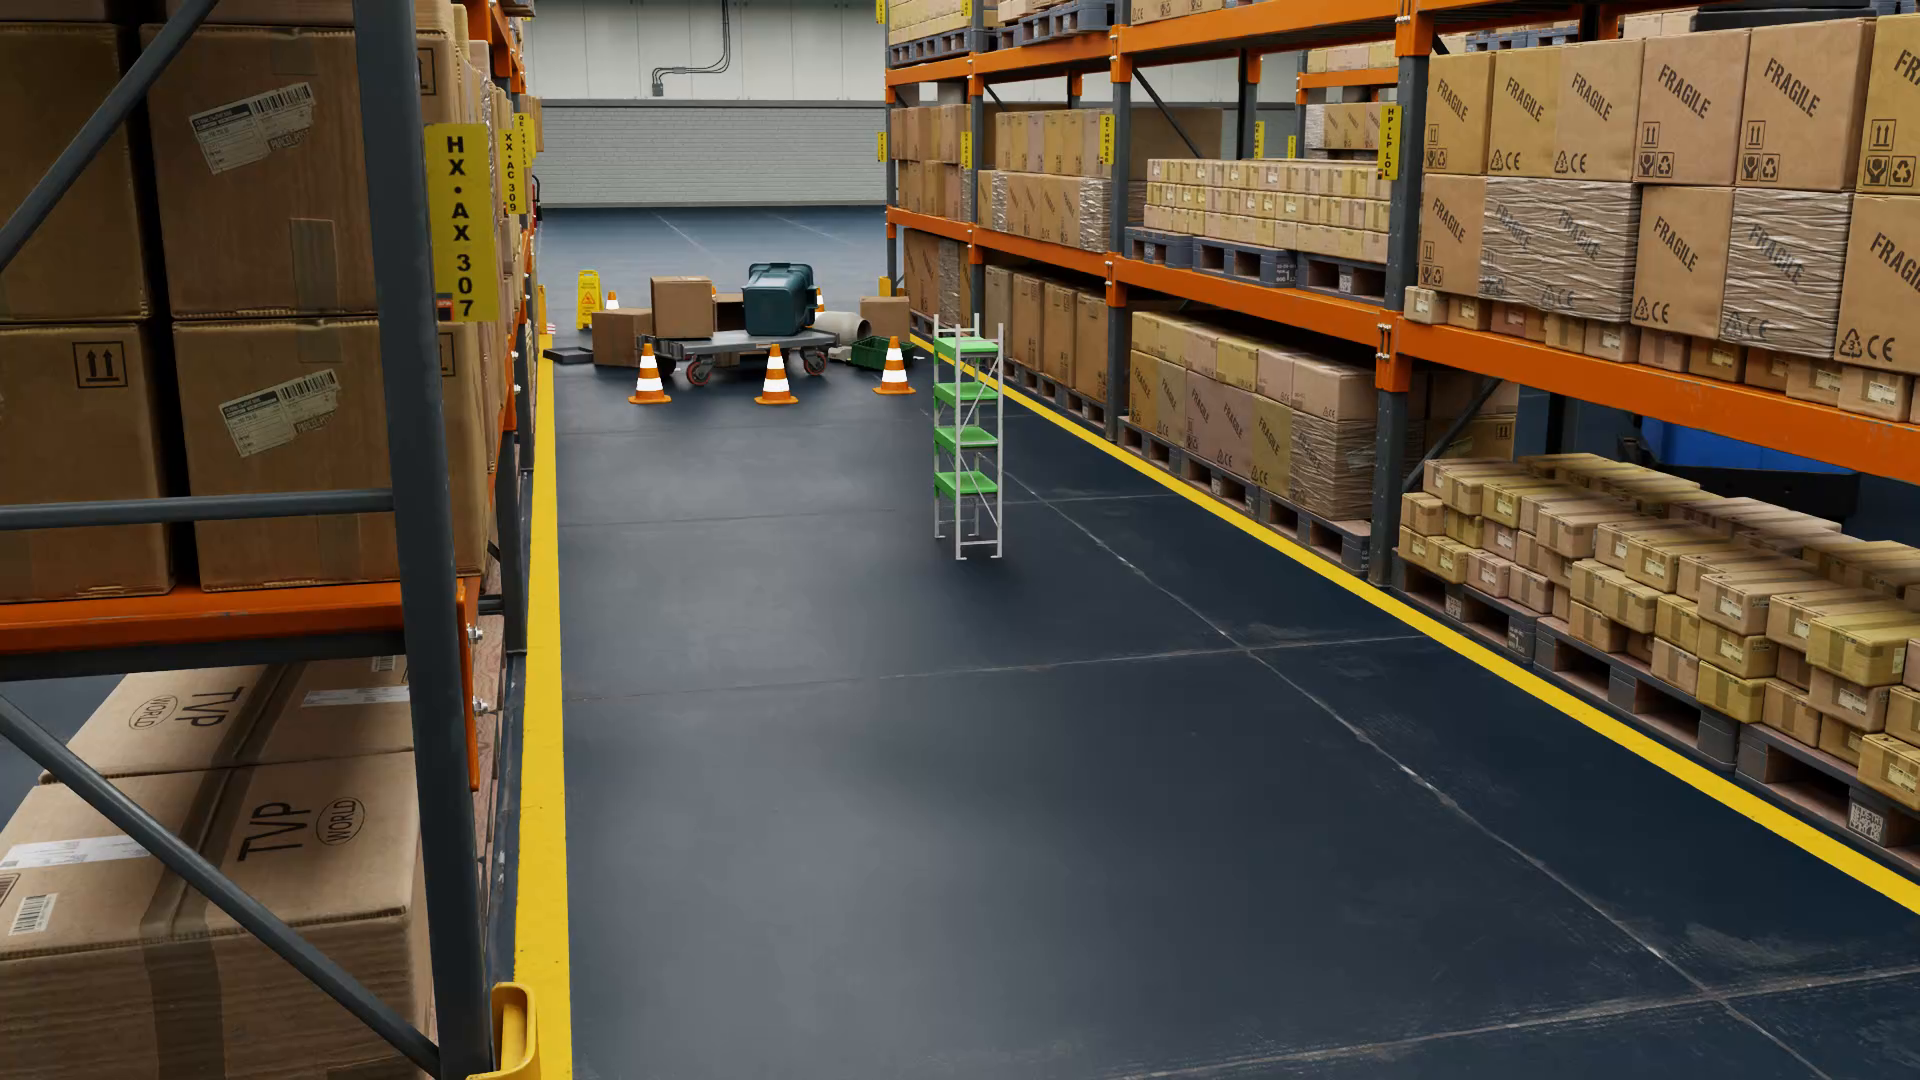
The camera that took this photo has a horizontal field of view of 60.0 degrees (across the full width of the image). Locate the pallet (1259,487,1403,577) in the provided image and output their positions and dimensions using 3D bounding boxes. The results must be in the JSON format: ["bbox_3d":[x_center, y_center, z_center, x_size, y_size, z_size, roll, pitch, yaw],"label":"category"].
[{"bbox_3d":[2.292,-0.087,8.837,1.003,0.211,1.213,-3,14,-13],"label":"pallet"}]

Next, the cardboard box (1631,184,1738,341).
[{"bbox_3d":[2.708,-0.973,5.750,0.500,0.500,0.500,-3,14,-10],"label":"cardboard box"}]

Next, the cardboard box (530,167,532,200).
[{"bbox_3d":[-4.622,-3.698,16.907,0.500,0.500,0.500,-3,14,-13],"label":"cardboard box"}]

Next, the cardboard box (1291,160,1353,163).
[{"bbox_3d":[2.282,-2.288,10.364,0.380,0.149,0.250,-3,14,-12],"label":"cardboard box"}]

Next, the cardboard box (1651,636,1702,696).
[{"bbox_3d":[2.716,0.437,5.941,0.380,0.149,0.250,-3,14,-12],"label":"cardboard box"}]

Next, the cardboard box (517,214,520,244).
[{"bbox_3d":[-2.627,-1.723,8.921,0.500,0.250,0.500,-4,14,-15],"label":"cardboard box"}]

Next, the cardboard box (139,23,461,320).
[{"bbox_3d":[-1.208,-0.701,3.158,0.500,0.500,0.500,-4,14,-14],"label":"cardboard box"}]

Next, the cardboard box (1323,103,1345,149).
[{"bbox_3d":[4.477,-4.704,18.918,0.500,0.500,0.500,-3,14,-13],"label":"cardboard box"}]

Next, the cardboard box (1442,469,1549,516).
[{"bbox_3d":[2.362,-0.212,7.343,0.380,0.149,0.250,-3,14,-10],"label":"cardboard box"}]

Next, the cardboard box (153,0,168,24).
[{"bbox_3d":[-1.318,-1.043,3.192,0.380,0.149,0.250,-3,14,-12],"label":"cardboard box"}]

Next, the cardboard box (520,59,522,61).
[{"bbox_3d":[-4.371,-4.647,15.839,0.380,0.149,0.250,-3,14,-14],"label":"cardboard box"}]

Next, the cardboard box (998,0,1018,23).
[{"bbox_3d":[0.496,-4.599,14.297,0.258,0.266,0.396,-4,14,-14],"label":"cardboard box"}]

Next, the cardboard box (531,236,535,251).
[{"bbox_3d":[-4.481,-2.969,16.722,0.380,0.149,0.250,-3,14,-12],"label":"cardboard box"}]

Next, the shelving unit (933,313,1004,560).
[{"bbox_3d":[0.039,-0.545,8.628,0.258,1.200,0.503,-3,14,-13],"label":"shelving unit"}]

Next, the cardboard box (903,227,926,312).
[{"bbox_3d":[-0.119,-3.049,18.680,0.875,0.875,0.875,-3,14,-13],"label":"cardboard box"}]

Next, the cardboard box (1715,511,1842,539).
[{"bbox_3d":[3.190,-0.006,6.498,0.380,0.149,0.250,-4,14,-15],"label":"cardboard box"}]

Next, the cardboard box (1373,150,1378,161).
[{"bbox_3d":[5.021,-4.006,18.165,0.875,0.500,0.500,-3,14,-13],"label":"cardboard box"}]

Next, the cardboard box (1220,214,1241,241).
[{"bbox_3d":[1.759,-1.846,9.809,0.380,0.149,0.250,-3,14,-12],"label":"cardboard box"}]

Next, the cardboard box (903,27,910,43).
[{"bbox_3d":[-0.395,-5.346,17.602,0.380,0.149,0.250,-3,14,-13],"label":"cardboard box"}]

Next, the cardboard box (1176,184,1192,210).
[{"bbox_3d":[1.586,-2.165,10.484,0.380,0.149,0.250,-4,14,-15],"label":"cardboard box"}]

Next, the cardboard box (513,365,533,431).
[{"bbox_3d":[-3.374,-0.944,11.122,0.950,0.372,0.625,-4,14,-17],"label":"cardboard box"}]

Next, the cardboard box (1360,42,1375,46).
[{"bbox_3d":[4.615,-5.483,18.205,0.380,0.149,0.250,-4,14,-16],"label":"cardboard box"}]

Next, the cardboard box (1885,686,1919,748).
[{"bbox_3d":[3.005,0.528,4.940,0.380,0.149,0.250,-4,14,-14],"label":"cardboard box"}]

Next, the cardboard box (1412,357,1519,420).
[{"bbox_3d":[2.559,-0.801,8.688,0.500,0.250,0.500,-4,14,-16],"label":"cardboard box"}]

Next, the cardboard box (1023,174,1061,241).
[{"bbox_3d":[0.812,-2.671,13.327,0.500,0.500,0.500,-3,14,-12],"label":"cardboard box"}]

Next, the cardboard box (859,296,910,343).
[{"bbox_3d":[-0.765,-2.195,16.854,0.500,0.500,0.500,-1,14,-3],"label":"cardboard box"}]

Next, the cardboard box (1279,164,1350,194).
[{"bbox_3d":[1.953,-1.954,8.994,0.380,0.149,0.250,-4,14,-15],"label":"cardboard box"}]

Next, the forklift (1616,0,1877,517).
[{"bbox_3d":[4.846,-1.855,10.345,1.130,2.935,3.031,4,14,15],"label":"forklift"}]

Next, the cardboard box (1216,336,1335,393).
[{"bbox_3d":[1.809,-1.014,9.559,0.500,0.250,0.500,-4,14,-16],"label":"cardboard box"}]

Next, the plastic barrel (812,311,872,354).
[{"bbox_3d":[-1.161,-2.032,16.353,0.512,0.421,0.421,7,15,26],"label":"plastic barrel"}]

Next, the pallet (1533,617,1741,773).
[{"bbox_3d":[2.958,0.528,6.322,1.003,0.211,1.213,-3,14,-13],"label":"pallet"}]

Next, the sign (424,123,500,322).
[{"bbox_3d":[-0.832,-0.528,2.779,0.100,0.325,0.005,-3,14,-13],"label":"sign"}]

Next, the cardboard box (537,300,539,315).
[{"bbox_3d":[-4.673,-2.422,17.430,0.500,0.250,0.500,-3,14,-13],"label":"cardboard box"}]

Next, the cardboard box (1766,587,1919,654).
[{"bbox_3d":[2.858,0.268,5.380,0.380,0.149,0.250,-4,14,-15],"label":"cardboard box"}]

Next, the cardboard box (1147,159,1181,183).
[{"bbox_3d":[1.458,-2.437,10.973,0.380,0.149,0.250,-3,14,-13],"label":"cardboard box"}]

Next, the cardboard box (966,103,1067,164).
[{"bbox_3d":[0.544,-3.792,15.536,0.875,0.550,0.550,-3,14,-13],"label":"cardboard box"}]

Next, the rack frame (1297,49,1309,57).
[{"bbox_3d":[4.503,-7.198,19.427,1.000,3.000,0.127,-3,14,-13],"label":"rack frame"}]

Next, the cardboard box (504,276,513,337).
[{"bbox_3d":[-2.159,-1.006,7.040,0.500,0.250,0.500,-4,14,-14],"label":"cardboard box"}]

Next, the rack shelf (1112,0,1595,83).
[{"bbox_3d":[2.006,-2.831,9.390,1.077,0.370,4.000,-3,14,-13],"label":"rack shelf"}]

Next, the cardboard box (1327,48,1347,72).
[{"bbox_3d":[4.492,-5.423,18.801,0.500,0.250,0.500,-4,14,-14],"label":"cardboard box"}]

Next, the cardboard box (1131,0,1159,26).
[{"bbox_3d":[1.412,-3.544,10.581,0.500,0.500,0.500,-3,14,-13],"label":"cardboard box"}]

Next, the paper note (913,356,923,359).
[{"bbox_3d":[-0.441,-1.770,16.106,0.142,0.020,0.147,10,17,35],"label":"paper note"}]

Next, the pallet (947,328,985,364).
[{"bbox_3d":[0.494,-1.933,16.393,1.003,0.211,1.213,-3,14,-13],"label":"pallet"}]

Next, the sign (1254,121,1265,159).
[{"bbox_3d":[2.062,-2.741,11.553,0.100,0.325,0.005,-3,14,-13],"label":"sign"}]

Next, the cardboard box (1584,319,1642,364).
[{"bbox_3d":[2.581,-0.755,6.227,0.380,0.149,0.250,-3,14,-11],"label":"cardboard box"}]

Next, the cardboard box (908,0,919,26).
[{"bbox_3d":[-0.239,-5.452,17.198,0.500,0.250,0.500,-3,14,-14],"label":"cardboard box"}]

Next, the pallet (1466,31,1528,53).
[{"bbox_3d":[5.483,-4.578,15.421,1.213,0.211,1.003,-3,14,-13],"label":"pallet"}]

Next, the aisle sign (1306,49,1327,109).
[{"bbox_3d":[4.196,-5.544,19.821,0.394,0.787,0.004,-3,14,-13],"label":"aisle sign"}]

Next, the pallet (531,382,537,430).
[{"bbox_3d":[-3.717,-0.992,12.543,1.003,0.211,1.213,-3,14,-13],"label":"pallet"}]

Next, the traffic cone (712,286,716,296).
[{"bbox_3d":[-2.776,-2.612,18.642,0.336,0.463,0.334,-3,14,-13],"label":"traffic cone"}]

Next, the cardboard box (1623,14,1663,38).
[{"bbox_3d":[5.786,-4.148,13.580,0.500,0.250,0.500,-3,14,-12],"label":"cardboard box"}]

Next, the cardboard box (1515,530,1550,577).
[{"bbox_3d":[2.549,0.046,6.914,0.380,0.149,0.250,-4,14,-16],"label":"cardboard box"}]

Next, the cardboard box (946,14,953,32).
[{"bbox_3d":[0.079,-4.879,15.691,0.380,0.149,0.250,-3,14,-12],"label":"cardboard box"}]

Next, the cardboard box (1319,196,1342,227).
[{"bbox_3d":[2.072,-1.687,8.530,0.380,0.149,0.250,-3,14,-11],"label":"cardboard box"}]

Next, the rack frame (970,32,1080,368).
[{"bbox_3d":[0.597,-3.107,15.326,1.000,3.000,0.127,-3,14,-13],"label":"rack frame"}]

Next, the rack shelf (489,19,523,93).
[{"bbox_3d":[-3.721,-3.454,11.942,1.077,0.370,4.000,-3,14,-13],"label":"rack shelf"}]

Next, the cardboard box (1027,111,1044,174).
[{"bbox_3d":[0.960,-3.292,13.765,0.700,0.500,0.500,-3,14,-13],"label":"cardboard box"}]

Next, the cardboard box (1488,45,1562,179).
[{"bbox_3d":[2.481,-1.704,6.638,0.500,0.500,0.500,-4,14,-15],"label":"cardboard box"}]
